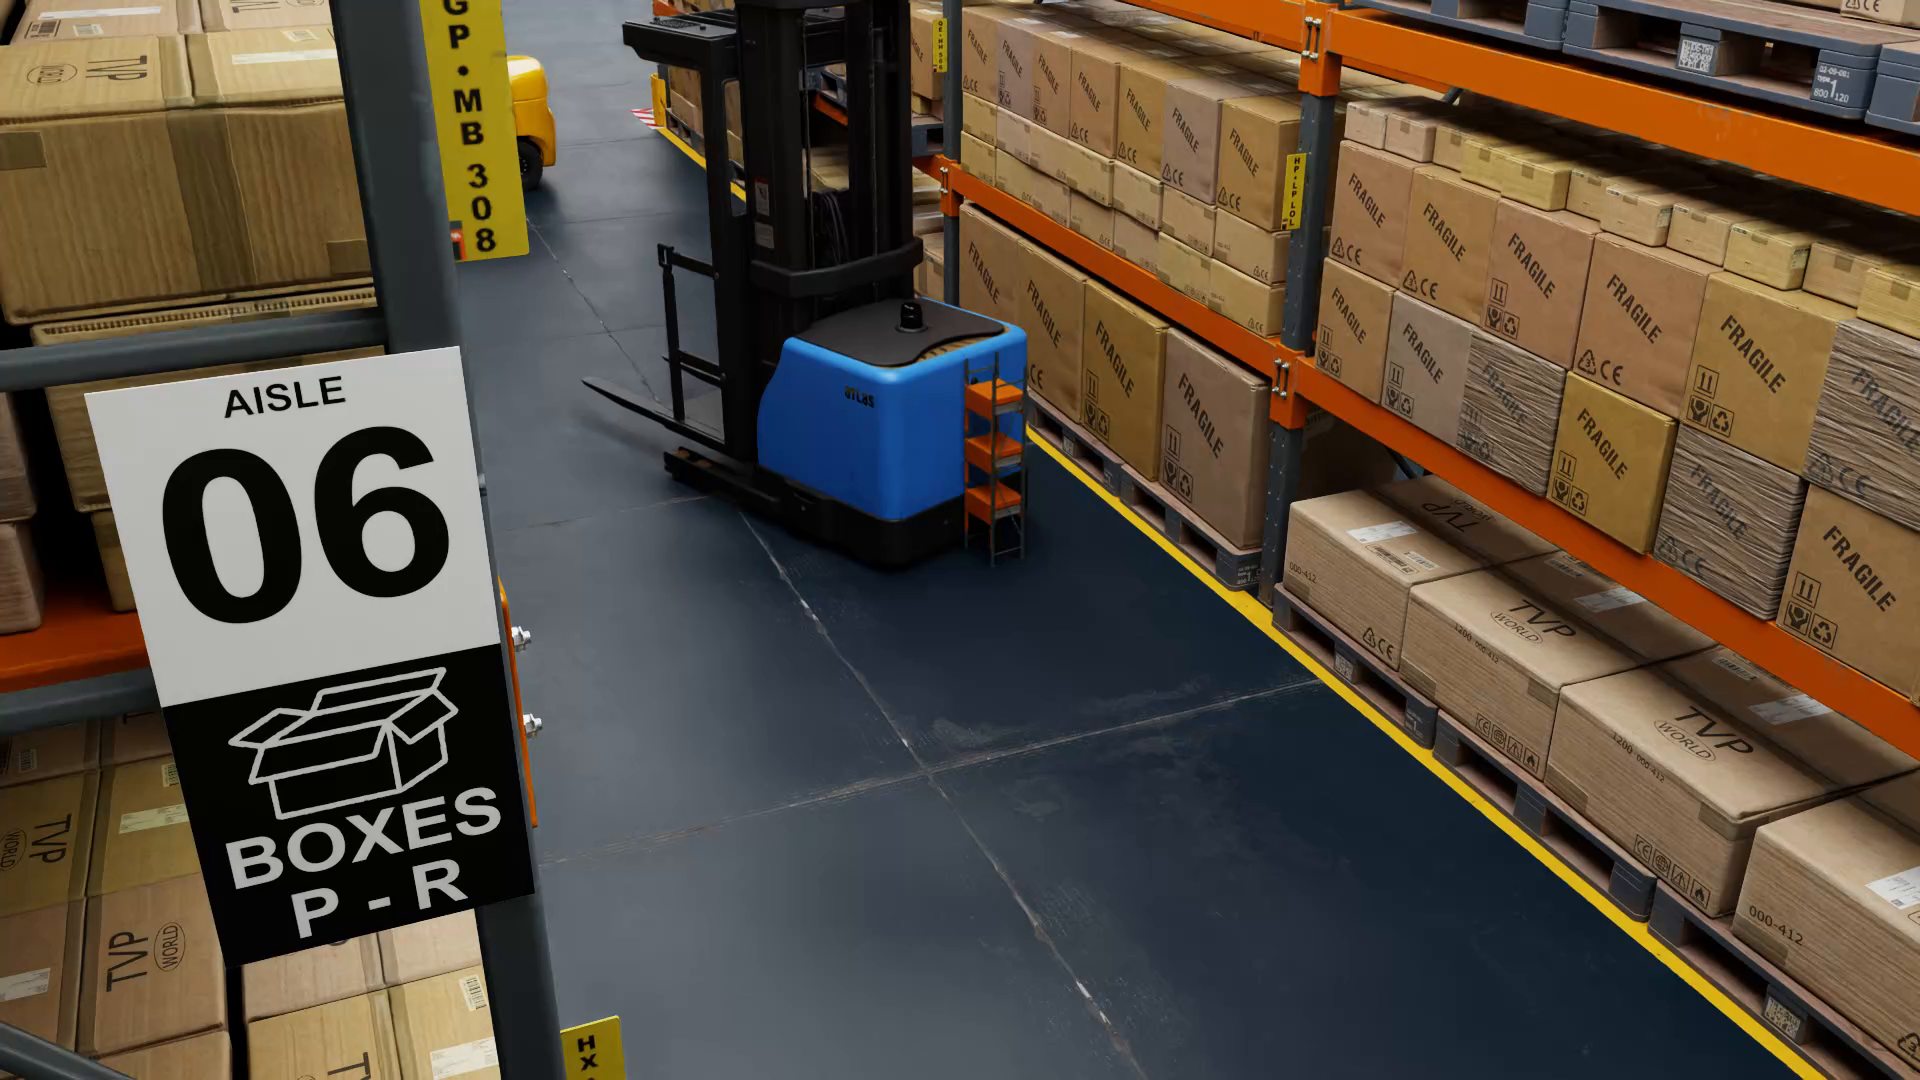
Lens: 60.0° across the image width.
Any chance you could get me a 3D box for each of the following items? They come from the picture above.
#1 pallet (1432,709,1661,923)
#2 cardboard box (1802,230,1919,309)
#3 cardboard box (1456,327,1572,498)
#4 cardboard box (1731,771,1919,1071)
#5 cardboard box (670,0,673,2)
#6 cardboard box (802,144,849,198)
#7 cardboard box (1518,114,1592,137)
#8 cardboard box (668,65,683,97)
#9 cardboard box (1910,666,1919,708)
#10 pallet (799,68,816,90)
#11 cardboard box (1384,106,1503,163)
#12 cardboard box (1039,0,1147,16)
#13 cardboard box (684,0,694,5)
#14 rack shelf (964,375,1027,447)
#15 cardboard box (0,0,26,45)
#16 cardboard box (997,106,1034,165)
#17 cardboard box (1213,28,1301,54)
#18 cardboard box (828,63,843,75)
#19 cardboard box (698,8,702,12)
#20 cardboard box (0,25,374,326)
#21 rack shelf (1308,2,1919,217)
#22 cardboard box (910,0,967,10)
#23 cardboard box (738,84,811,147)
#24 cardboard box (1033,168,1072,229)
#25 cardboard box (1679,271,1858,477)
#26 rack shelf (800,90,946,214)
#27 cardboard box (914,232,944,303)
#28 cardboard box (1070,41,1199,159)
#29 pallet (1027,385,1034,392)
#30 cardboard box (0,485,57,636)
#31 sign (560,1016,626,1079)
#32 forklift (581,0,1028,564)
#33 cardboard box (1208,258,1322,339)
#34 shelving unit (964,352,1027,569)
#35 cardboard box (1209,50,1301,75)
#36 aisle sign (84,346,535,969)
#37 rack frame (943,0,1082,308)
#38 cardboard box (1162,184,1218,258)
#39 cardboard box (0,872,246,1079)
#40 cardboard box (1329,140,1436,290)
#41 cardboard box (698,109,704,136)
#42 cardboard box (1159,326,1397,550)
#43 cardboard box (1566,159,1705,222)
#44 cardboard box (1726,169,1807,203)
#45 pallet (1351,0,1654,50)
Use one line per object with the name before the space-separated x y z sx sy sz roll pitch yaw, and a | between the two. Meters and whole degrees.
pallet | 2.647 0.952 6.560 1.003 0.211 1.213 -11 28 -21
cardboard box | 2.783 -0.811 4.999 0.380 0.149 0.250 -11 28 -21
cardboard box | 2.264 -0.520 6.282 0.500 0.500 0.500 -10 28 -20
cardboard box | 3.155 1.213 5.288 0.875 0.438 0.875 -12 28 -22
cardboard box | -2.817 -5.674 17.238 0.380 0.149 0.250 -10 28 -20
cardboard box | -0.986 -3.141 14.281 0.950 0.372 0.625 -10 28 -20
cardboard box | 2.445 -1.604 6.623 0.380 0.149 0.250 -11 28 -21
cardboard box | -2.689 -4.867 17.100 0.500 0.500 0.500 -12 28 -22
cardboard box | 3.074 0.306 4.591 0.500 0.500 0.500 -10 28 -20
pallet | -1.028 -3.925 13.589 1.003 0.211 1.213 -11 28 -21
cardboard box | 1.939 -1.628 6.673 0.380 0.149 0.250 -10 28 -20
cardboard box | 0.816 -3.060 10.346 0.500 0.500 0.500 -11 28 -22
cardboard box | -2.423 -5.485 16.113 0.500 0.500 0.500 -11 28 -22
rack shelf | 0.175 -0.642 8.246 0.215 0.259 0.240 -16 30 -29
cardboard box | -1.905 -0.833 2.880 0.500 0.250 0.500 -10 28 -20
cardboard box | 0.546 -2.431 9.912 0.500 0.250 0.500 -10 28 -19
cardboard box | 3.140 -4.736 16.974 0.875 0.875 0.875 -10 28 -20
cardboard box | -0.783 -3.612 12.537 0.380 0.149 0.250 -9 28 -19
cardboard box | -2.328 -5.148 16.161 0.380 0.149 0.250 -10 28 -19
cardboard box | -1.003 -0.507 2.213 0.500 0.250 0.500 -11 28 -21
rack shelf | 2.723 -1.332 5.461 1.077 0.370 4.000 -11 28 -21
cardboard box | -0.273 -3.440 11.445 0.500 0.500 0.500 -11 28 -21
cardboard box | -1.672 -3.828 14.971 0.500 0.500 0.500 -11 28 -21
cardboard box | 0.751 -2.005 9.608 0.500 0.250 0.500 -10 28 -19
cardboard box | 2.676 -0.554 5.213 0.500 0.500 0.500 -11 28 -21
rack shelf | -0.410 -3.214 12.734 1.077 0.370 4.000 -11 28 -21
cardboard box | 0.161 -1.968 11.877 0.950 0.372 0.625 -13 29 -24
cardboard box | 0.927 -2.369 8.929 0.500 0.500 0.500 -10 28 -20
pallet | 0.612 -1.146 10.856 1.003 0.211 1.213 -11 28 -21
cardboard box | -1.398 0.030 2.138 0.380 0.149 0.250 -10 28 -19
sign | -0.561 0.872 2.559 0.100 0.325 0.005 -11 28 -21
forklift | -1.035 -1.744 8.981 3.031 2.935 1.130 24 35 39
cardboard box | 1.532 -1.185 7.930 0.500 0.250 0.500 -11 28 -22
shelving unit | 0.175 -0.396 8.365 0.215 1.050 0.252 -16 30 -29
cardboard box | 1.613 -2.240 8.665 0.500 0.500 0.500 -11 28 -22
aisle sign | -0.763 0.163 2.034 0.394 0.787 0.004 -11 28 -21
rack frame | 0.373 -2.730 10.922 1.000 3.000 0.127 -11 28 -21
cardboard box | 1.341 -1.609 8.228 0.500 0.250 0.500 -10 28 -19
cardboard box | -1.685 0.939 3.239 0.500 0.250 0.500 -10 28 -20
cardboard box | 1.903 -1.375 6.895 0.500 0.500 0.500 -10 28 -20
cardboard box | -2.280 -4.114 16.413 0.500 0.250 0.500 -9 27 -17
cardboard box | 1.623 -0.586 8.474 0.875 0.875 0.875 -10 28 -19
cardboard box | 2.371 -1.222 5.841 0.380 0.149 0.250 -11 28 -21
cardboard box | 2.905 -1.208 5.812 0.380 0.149 0.250 -11 28 -21
pallet | 2.250 -2.091 6.296 1.003 0.211 1.213 -11 28 -21
